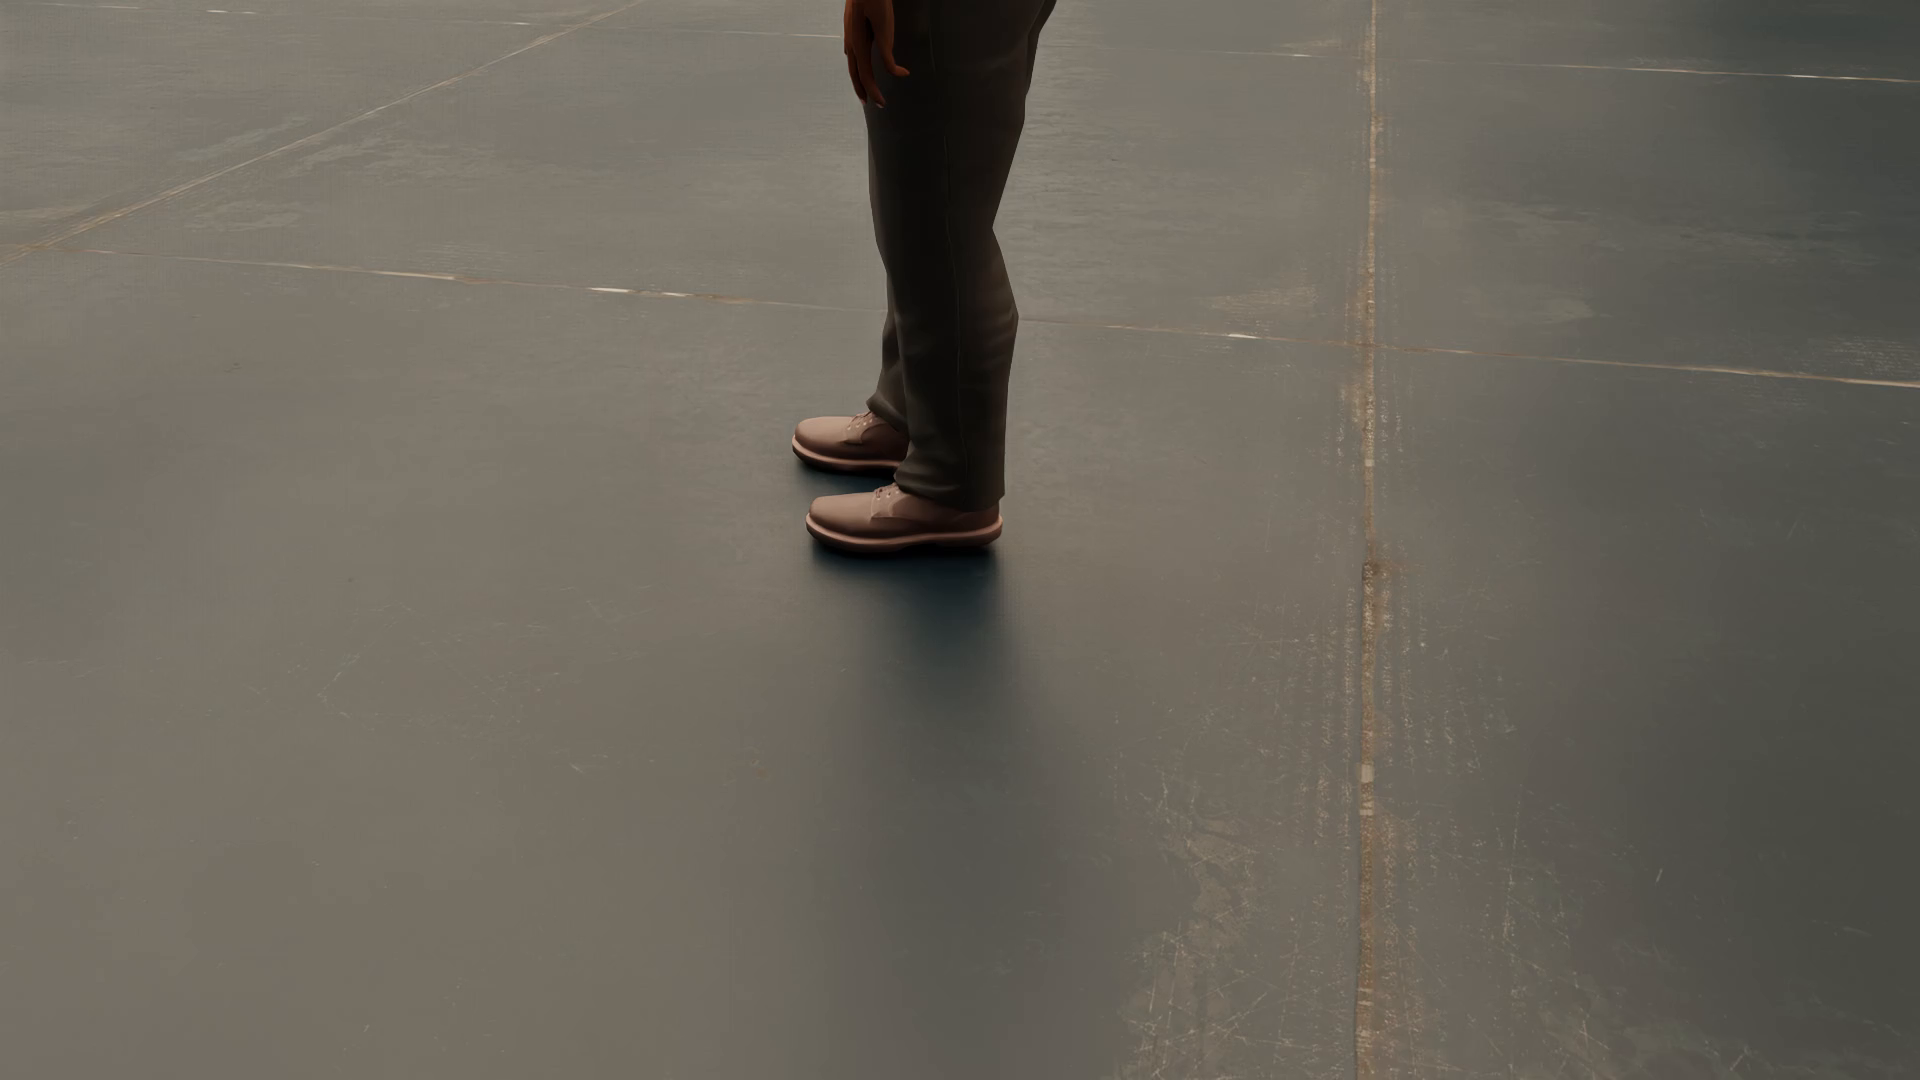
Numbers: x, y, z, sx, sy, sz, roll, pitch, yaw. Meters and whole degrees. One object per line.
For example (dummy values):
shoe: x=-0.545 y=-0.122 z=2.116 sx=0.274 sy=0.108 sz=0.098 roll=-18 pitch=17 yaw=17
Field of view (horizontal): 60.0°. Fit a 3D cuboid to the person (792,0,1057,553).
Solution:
person: x=-0.081 y=-0.763 z=2.159 sx=0.504 sy=1.655 sz=0.569 roll=6 pitch=27 yaw=11
